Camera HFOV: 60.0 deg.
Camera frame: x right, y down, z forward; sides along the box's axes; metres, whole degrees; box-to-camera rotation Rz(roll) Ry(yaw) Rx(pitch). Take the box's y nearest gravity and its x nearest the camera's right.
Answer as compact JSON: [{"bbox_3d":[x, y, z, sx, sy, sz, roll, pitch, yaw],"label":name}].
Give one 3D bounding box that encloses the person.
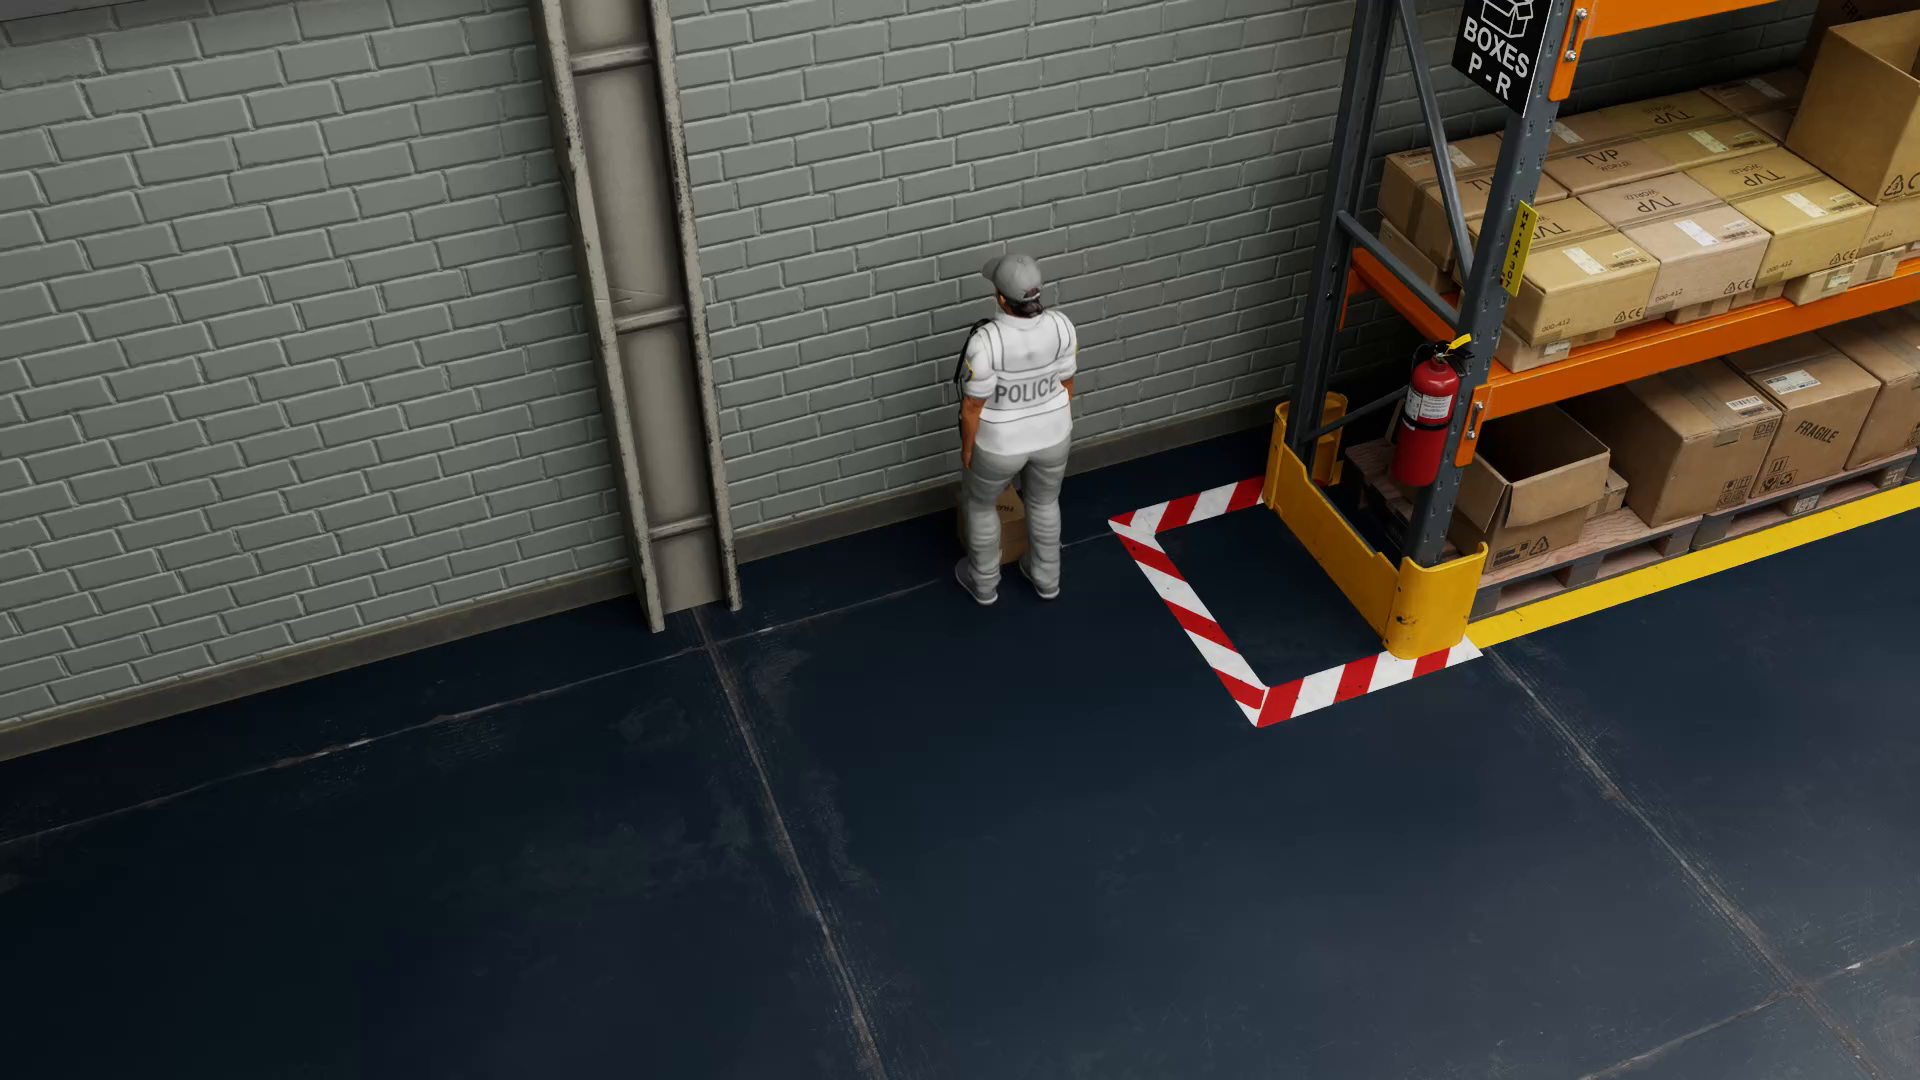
[{"bbox_3d":[0.212,-0.424,6.633,0.471,1.662,0.397,-15,44,-16],"label":"person"}]
